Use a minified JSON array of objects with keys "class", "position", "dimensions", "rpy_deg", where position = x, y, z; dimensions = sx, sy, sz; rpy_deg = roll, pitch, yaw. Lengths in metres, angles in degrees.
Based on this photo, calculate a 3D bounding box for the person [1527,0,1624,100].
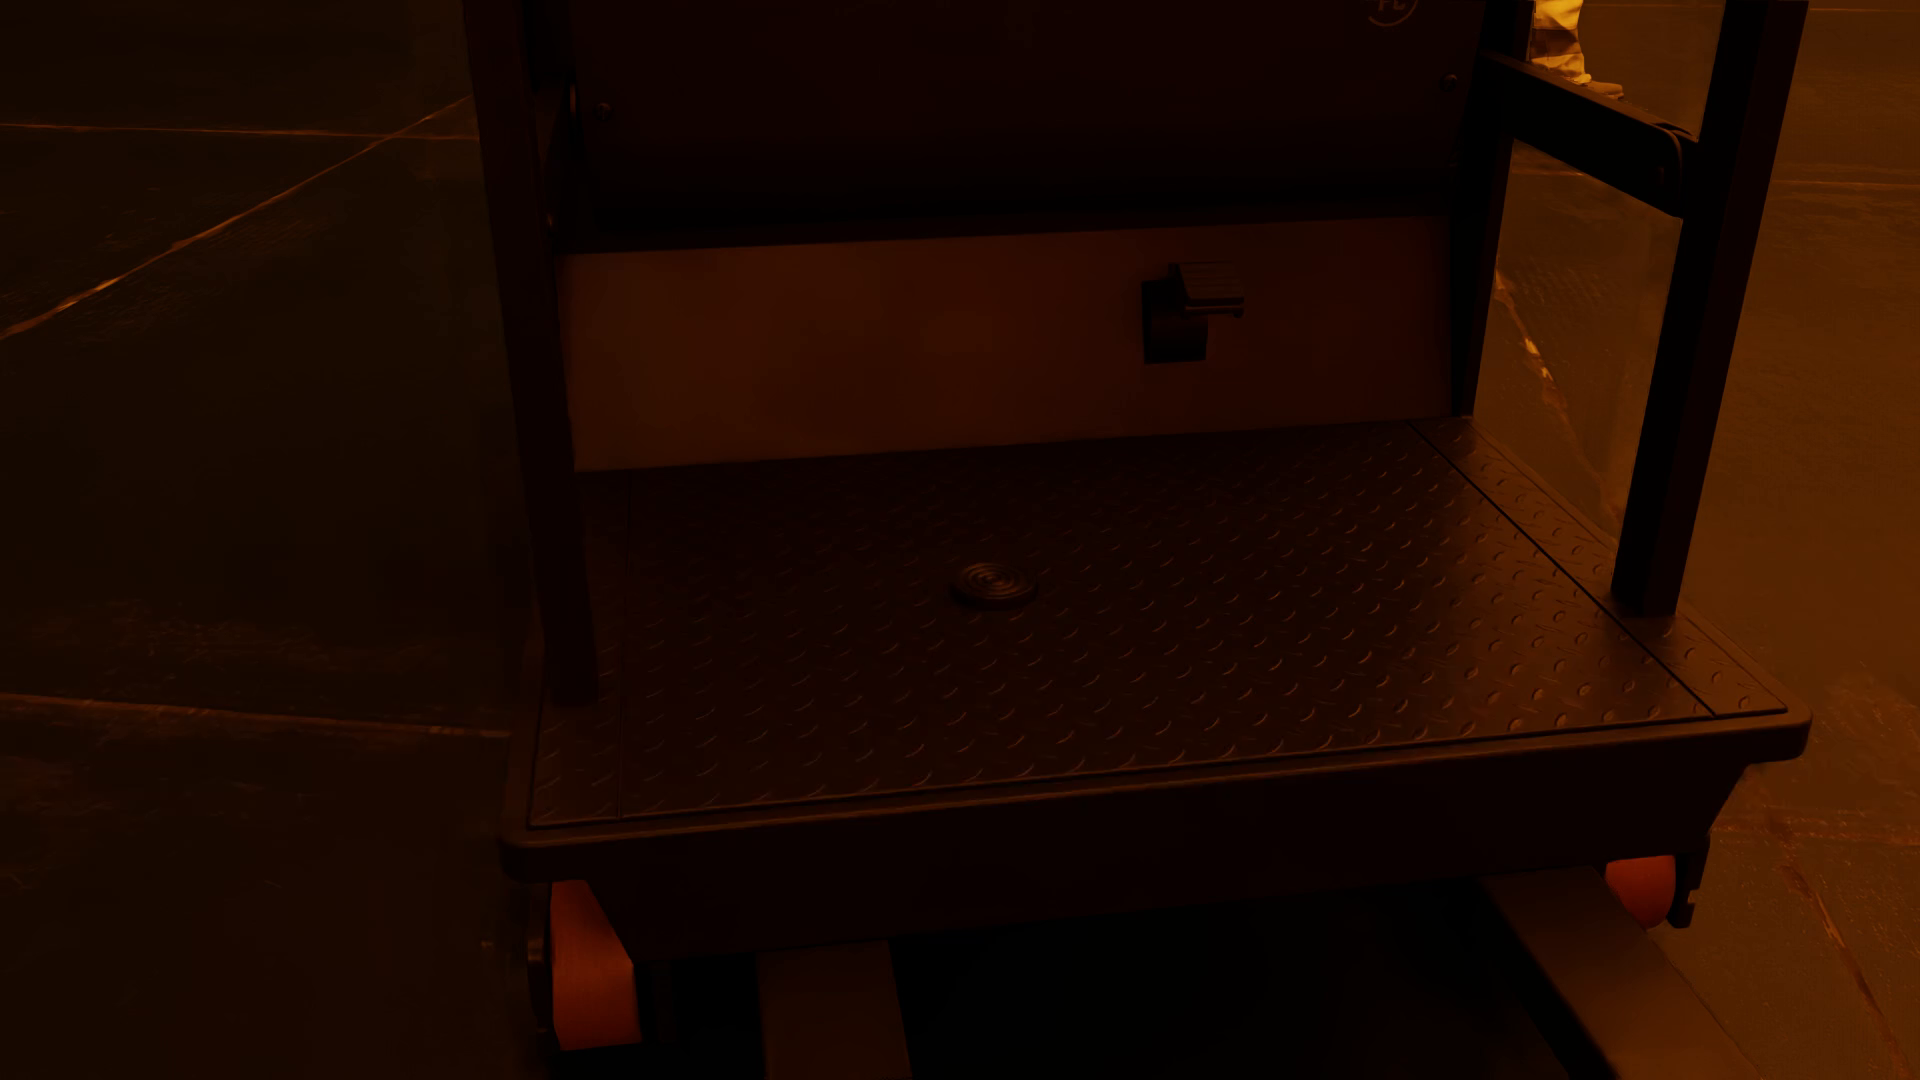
[{"class":"person","position":[1.913,-2.182,4.856],"dimensions":[0.565,1.788,0.641],"rpy_deg":[20,33,35]}]

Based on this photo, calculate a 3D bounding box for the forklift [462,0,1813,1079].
[{"class":"forklift","position":[0.114,-1.011,1.243],"dimensions":[1.130,2.935,3.031],"rpy_deg":[-4,27,-8]}]
